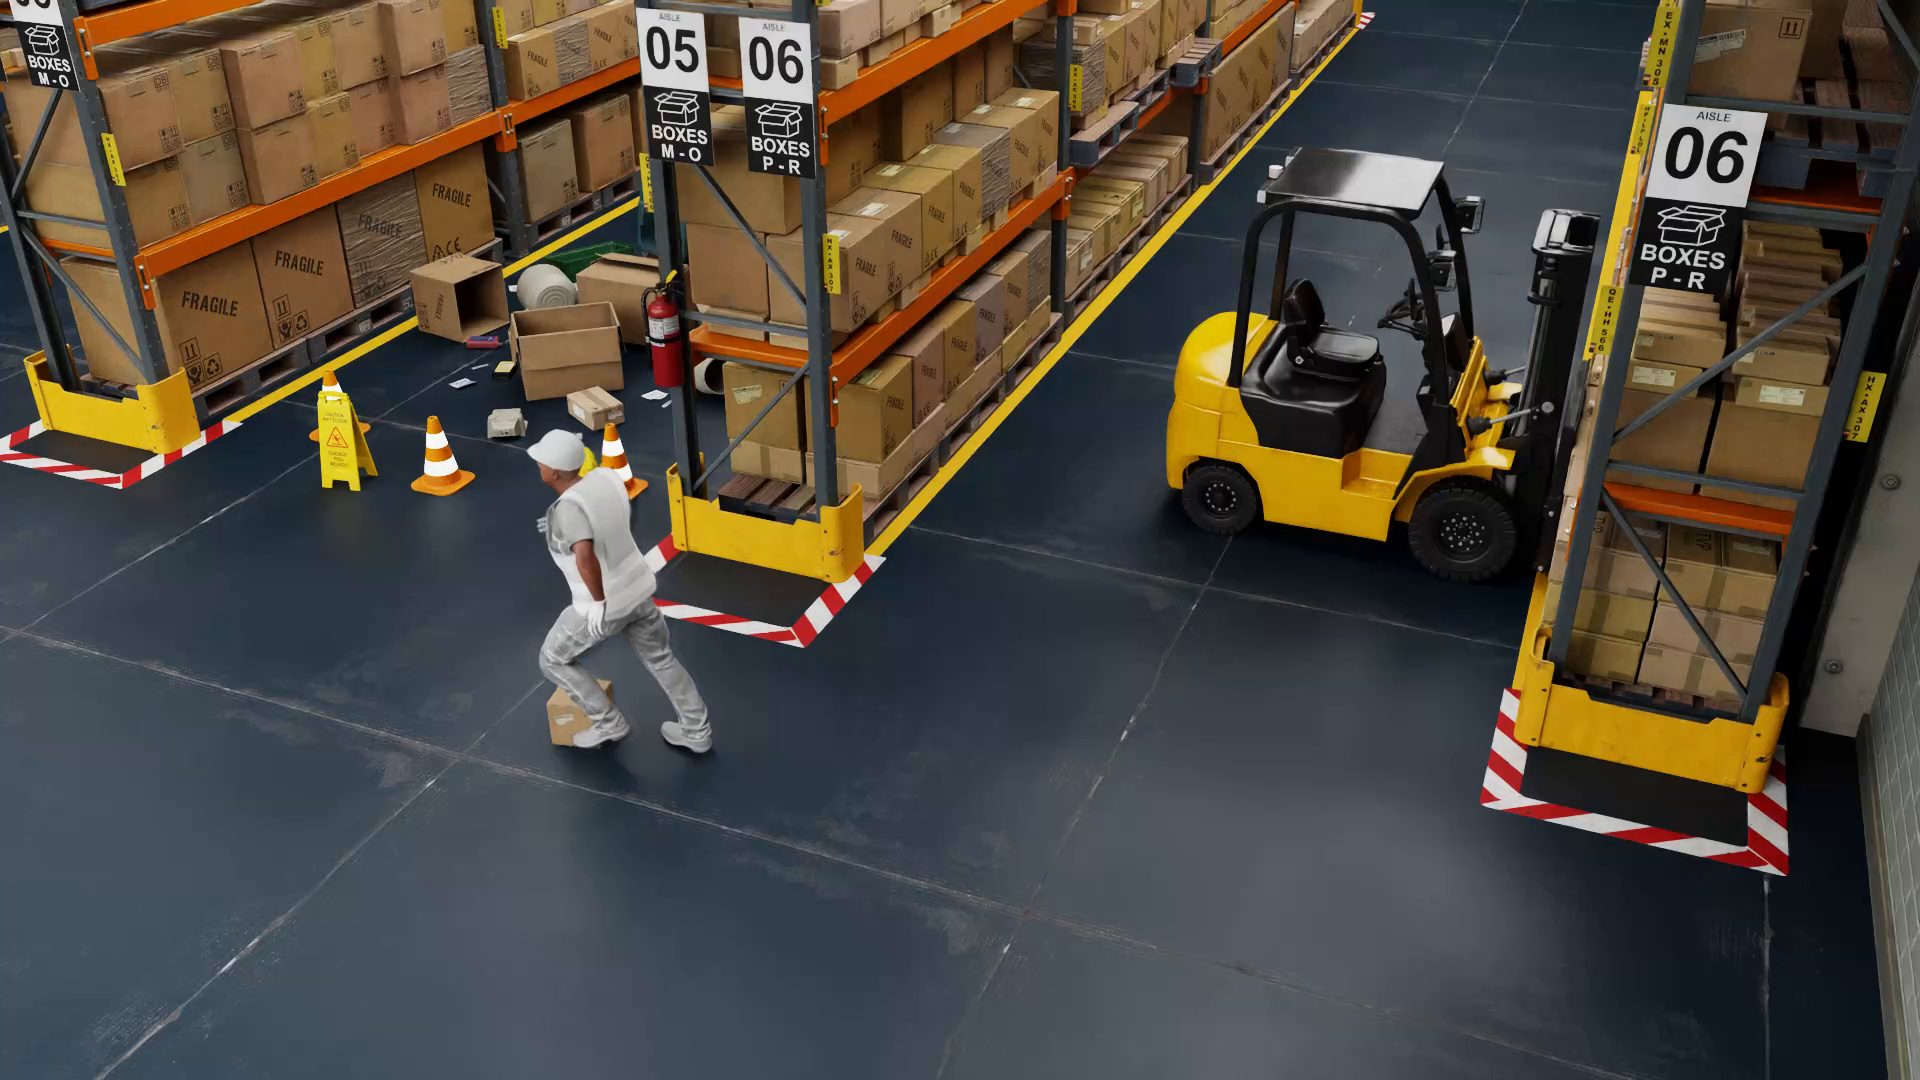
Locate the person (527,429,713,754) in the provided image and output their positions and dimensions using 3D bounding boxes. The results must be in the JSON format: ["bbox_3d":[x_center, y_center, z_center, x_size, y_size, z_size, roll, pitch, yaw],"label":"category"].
[{"bbox_3d":[-1.715,0.277,7.949,0.908,1.690,0.675,14,32,24],"label":"person"}]
